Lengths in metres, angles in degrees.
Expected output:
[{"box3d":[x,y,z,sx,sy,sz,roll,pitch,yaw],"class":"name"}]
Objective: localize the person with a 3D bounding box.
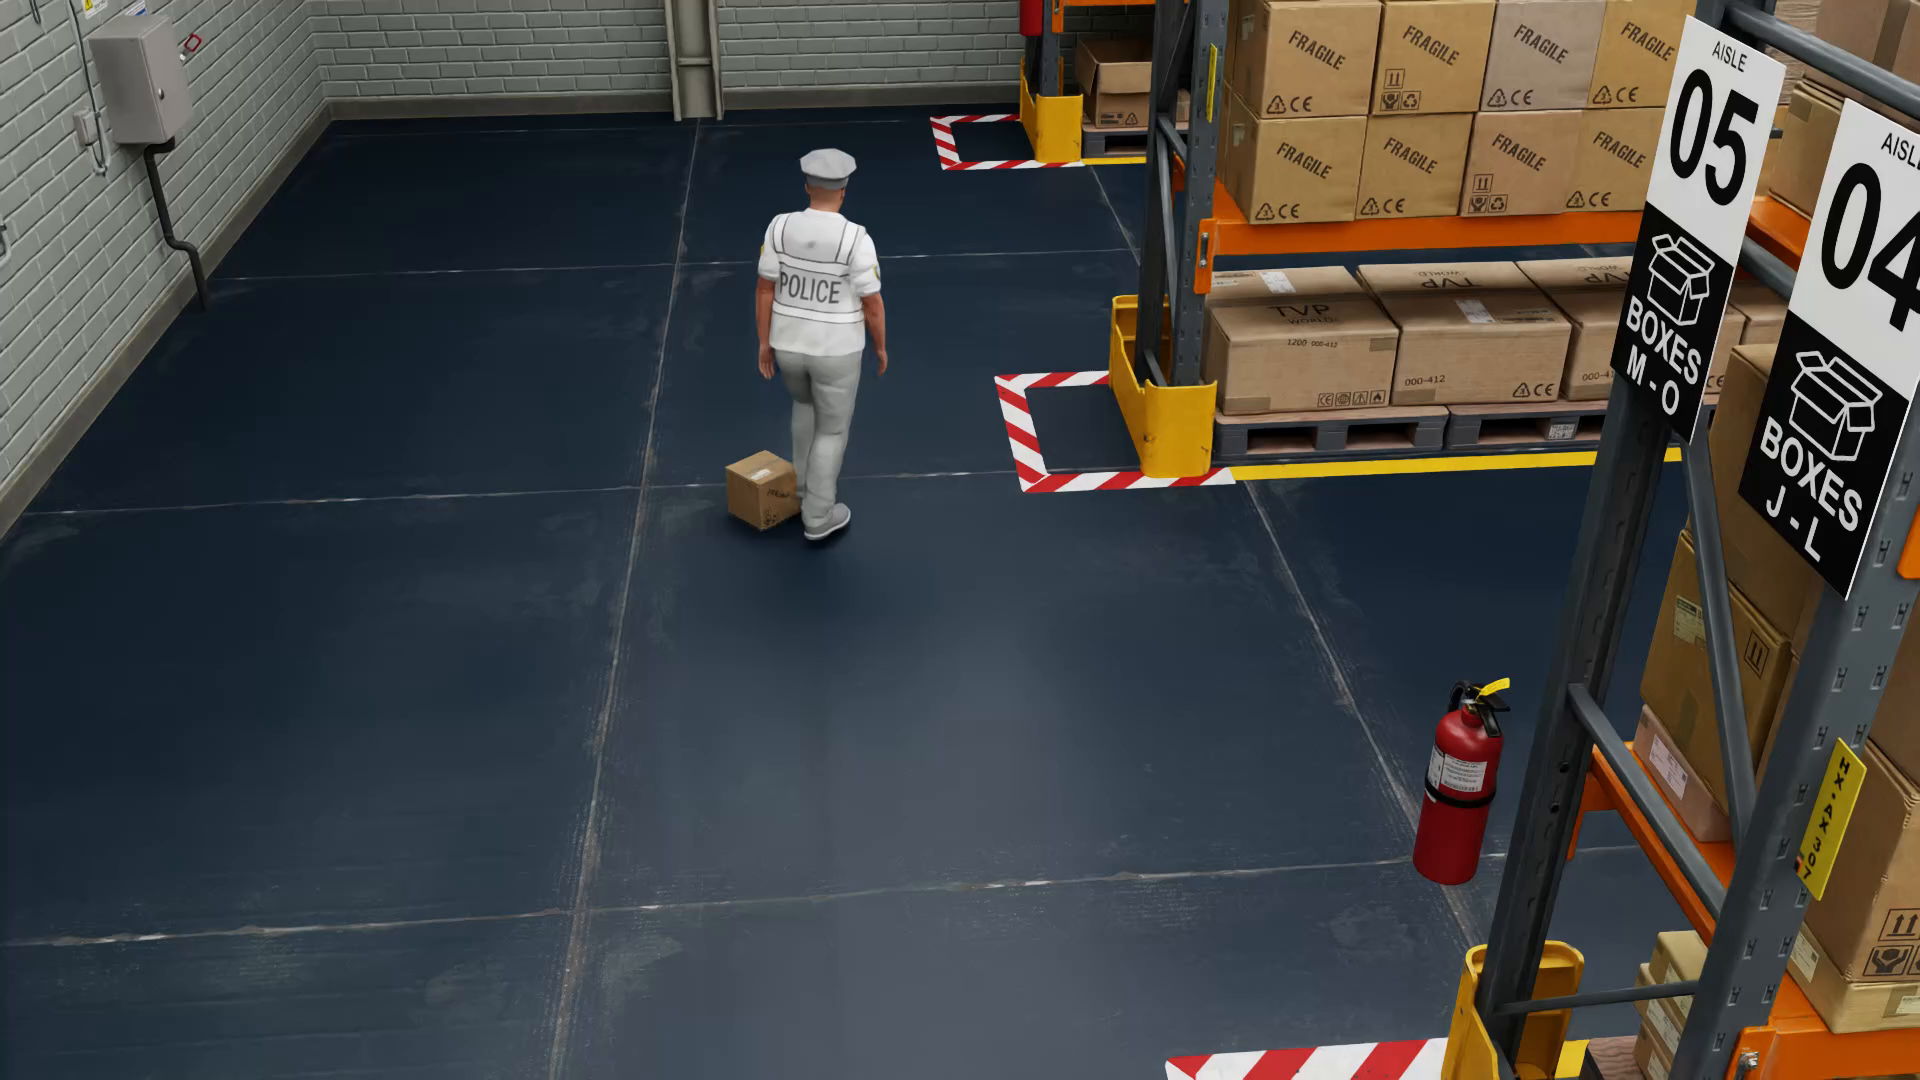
[{"box3d":[-0.646,-0.823,7.541,0.562,1.814,0.557,12,33,19],"class":"person"}]
